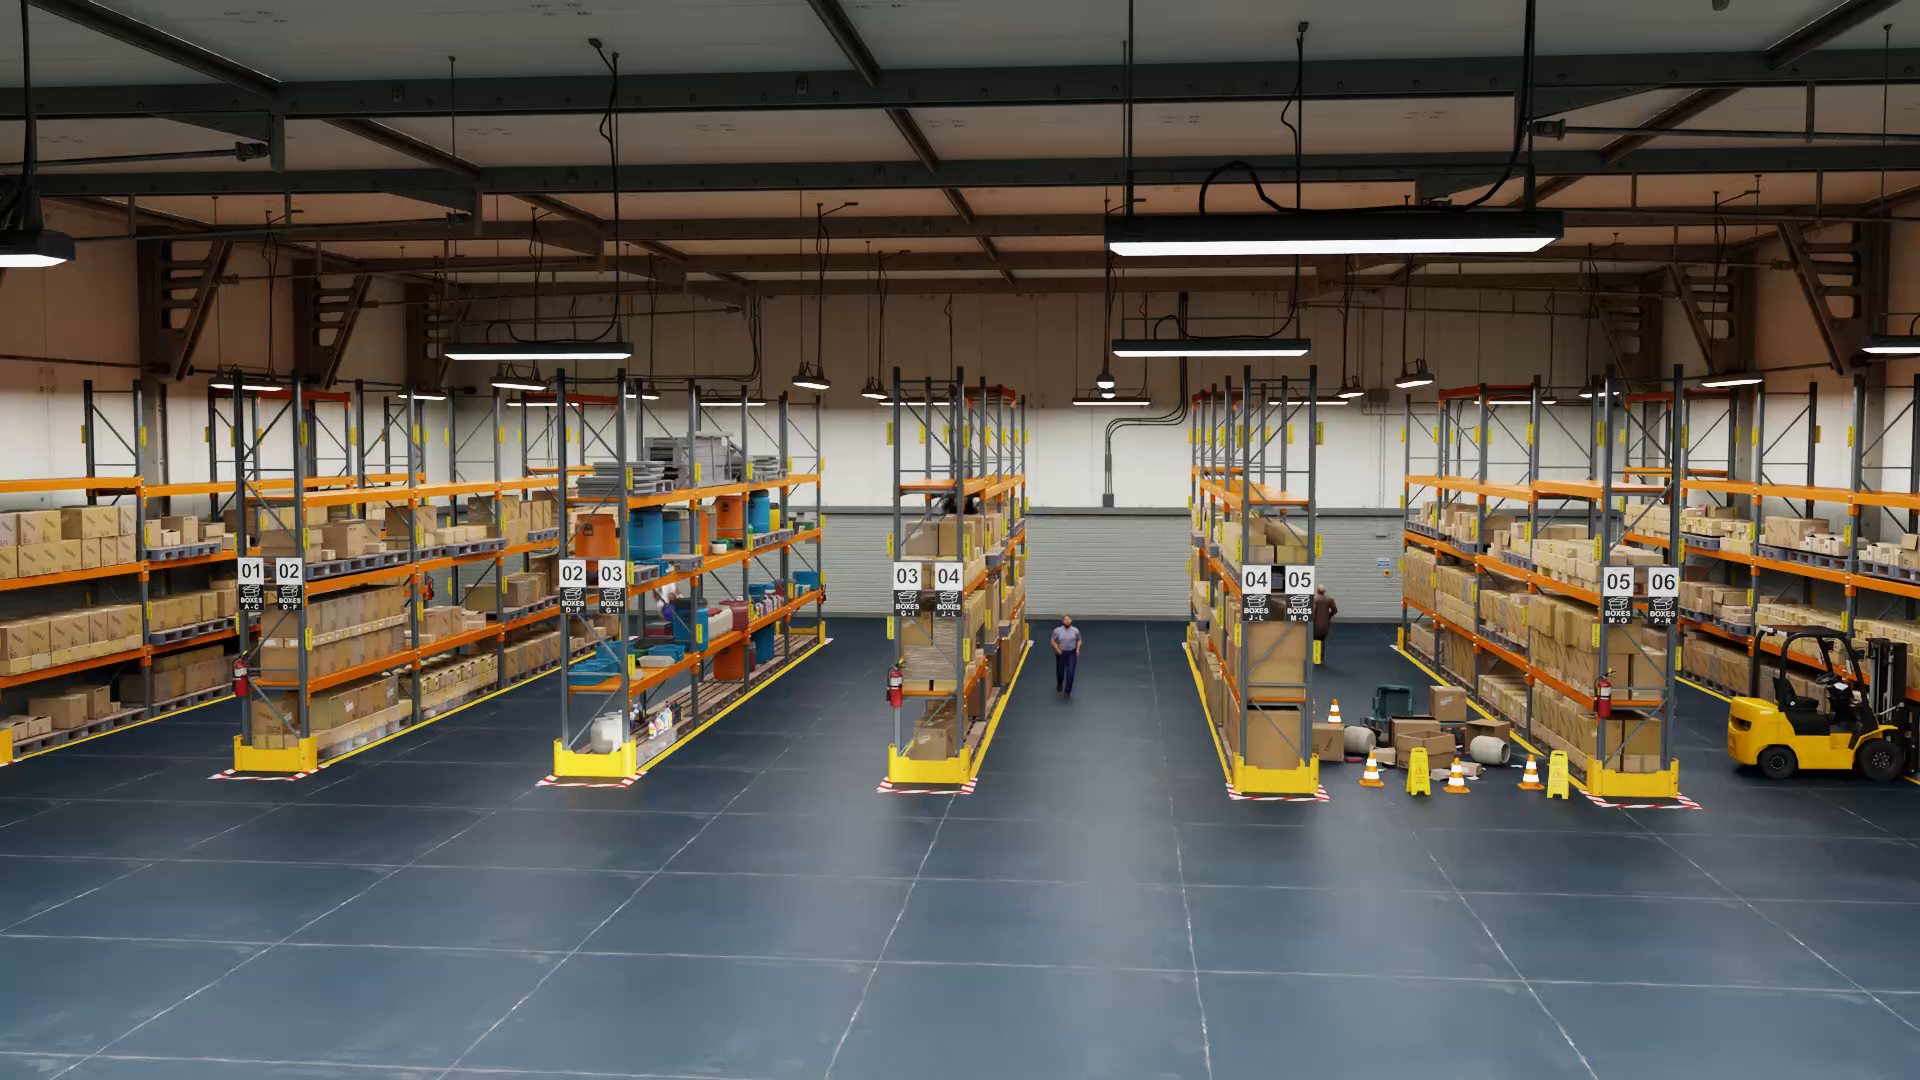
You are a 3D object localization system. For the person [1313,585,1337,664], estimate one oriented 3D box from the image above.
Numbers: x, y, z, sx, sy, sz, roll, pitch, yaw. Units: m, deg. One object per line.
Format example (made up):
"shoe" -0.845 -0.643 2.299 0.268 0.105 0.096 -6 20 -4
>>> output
"person" 7.958 1.853 36.674 0.715 1.740 0.633 0 4 -6

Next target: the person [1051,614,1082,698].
"person" 2.050 2.220 31.921 0.595 1.601 0.561 0 4 -1

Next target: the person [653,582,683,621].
"person" -7.233 1.594 41.046 0.777 1.759 0.814 -2 4 -31

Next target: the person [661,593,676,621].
"person" -6.247 1.950 36.231 0.559 1.640 0.836 0 4 3
